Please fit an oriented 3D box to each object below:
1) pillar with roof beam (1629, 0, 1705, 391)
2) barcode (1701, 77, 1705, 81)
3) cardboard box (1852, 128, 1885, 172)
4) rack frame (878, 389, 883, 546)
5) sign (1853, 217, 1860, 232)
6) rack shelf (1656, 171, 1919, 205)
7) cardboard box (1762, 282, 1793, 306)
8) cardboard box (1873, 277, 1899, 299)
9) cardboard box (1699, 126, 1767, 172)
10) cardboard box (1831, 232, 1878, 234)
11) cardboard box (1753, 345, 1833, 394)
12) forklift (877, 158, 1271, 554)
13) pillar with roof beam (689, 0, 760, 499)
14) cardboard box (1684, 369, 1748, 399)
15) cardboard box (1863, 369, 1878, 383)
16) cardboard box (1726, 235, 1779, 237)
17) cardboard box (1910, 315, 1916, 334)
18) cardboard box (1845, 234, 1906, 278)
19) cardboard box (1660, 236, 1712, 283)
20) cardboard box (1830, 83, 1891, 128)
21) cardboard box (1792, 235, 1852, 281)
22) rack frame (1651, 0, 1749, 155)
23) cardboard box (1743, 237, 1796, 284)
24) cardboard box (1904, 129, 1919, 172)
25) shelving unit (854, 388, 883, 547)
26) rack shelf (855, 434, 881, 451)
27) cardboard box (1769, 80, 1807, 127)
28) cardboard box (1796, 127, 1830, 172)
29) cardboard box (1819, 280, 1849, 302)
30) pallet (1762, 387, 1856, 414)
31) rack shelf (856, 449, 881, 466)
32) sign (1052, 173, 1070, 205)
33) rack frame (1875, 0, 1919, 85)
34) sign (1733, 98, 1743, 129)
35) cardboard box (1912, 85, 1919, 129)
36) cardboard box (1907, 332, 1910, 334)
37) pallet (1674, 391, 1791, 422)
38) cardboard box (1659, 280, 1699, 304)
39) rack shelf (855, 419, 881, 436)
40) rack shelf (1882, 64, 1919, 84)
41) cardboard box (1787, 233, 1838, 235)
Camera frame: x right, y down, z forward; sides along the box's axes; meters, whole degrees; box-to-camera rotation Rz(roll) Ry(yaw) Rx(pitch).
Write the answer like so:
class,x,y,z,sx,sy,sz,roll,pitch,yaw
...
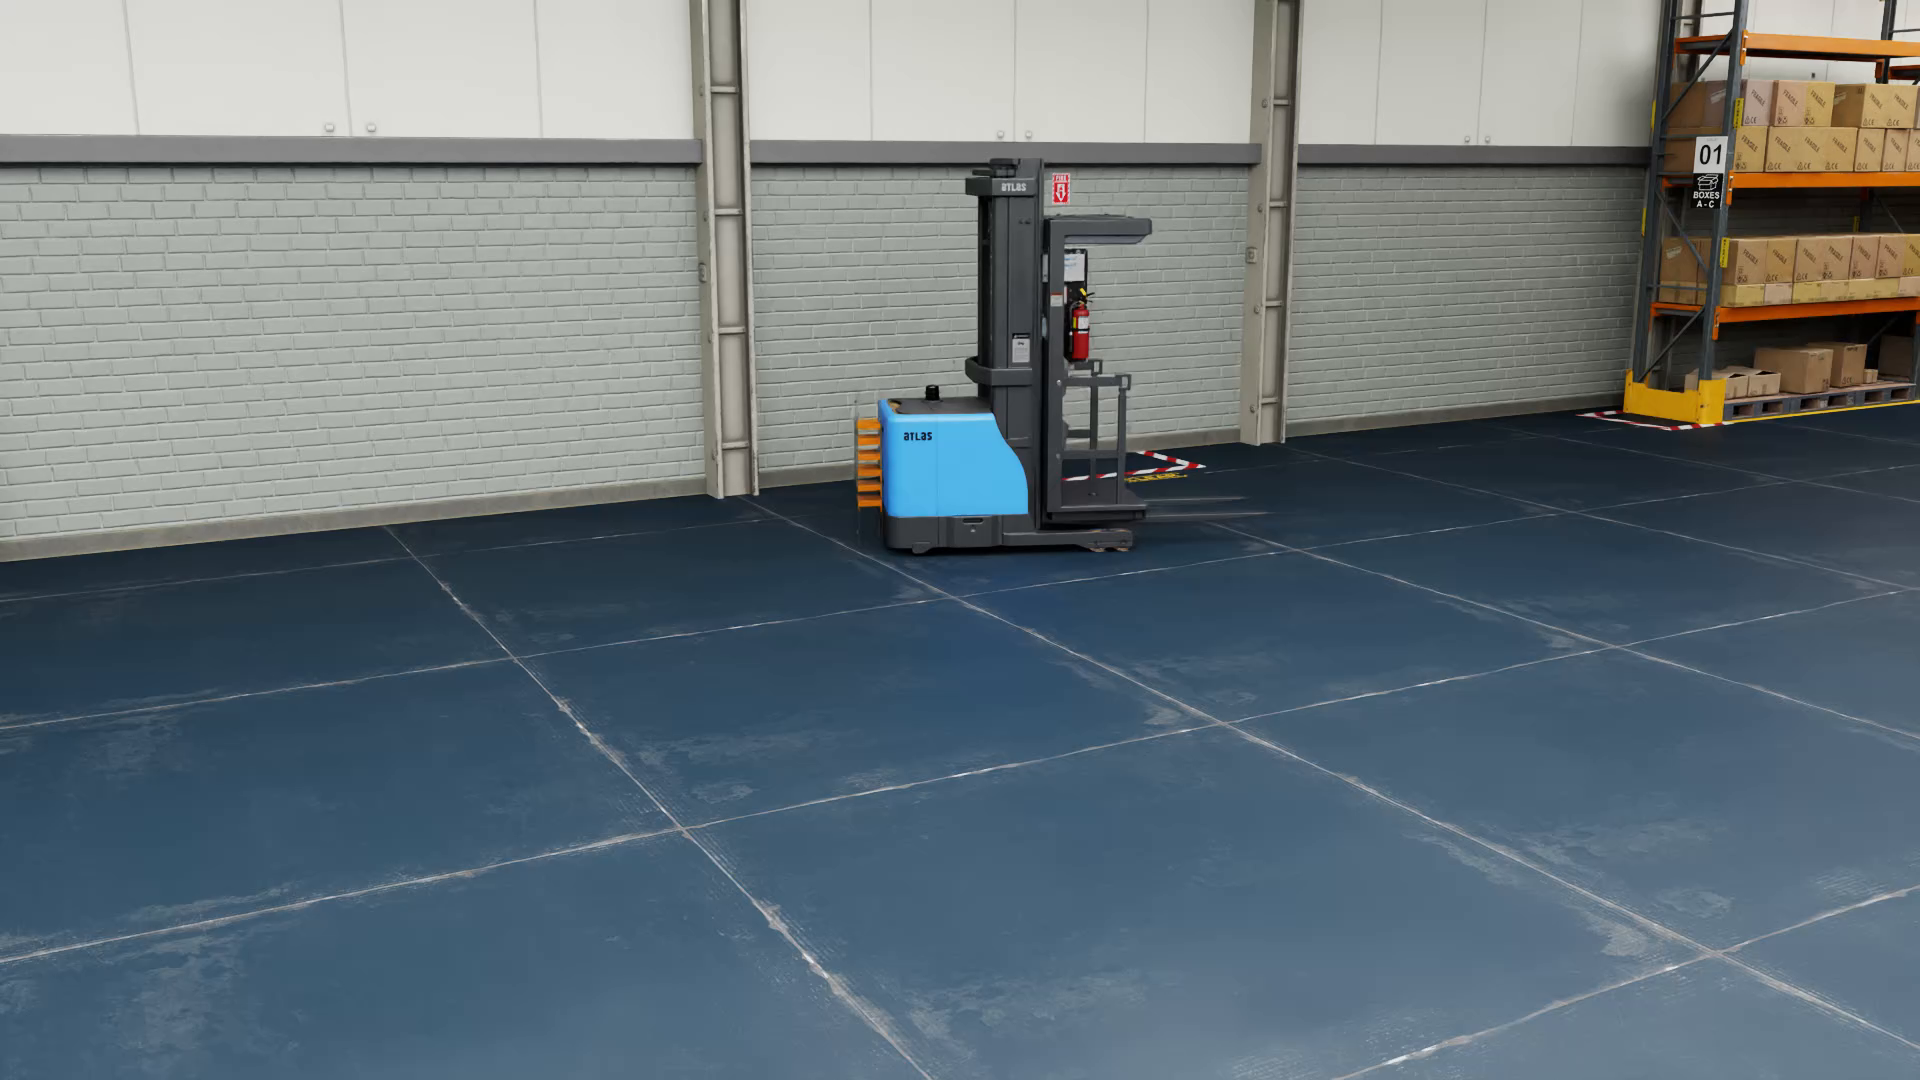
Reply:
class,x,y,z,sx,sy,sz,roll,pitch,yaw
pillar with roof beam,10.551,-5.238,15.887,0.400,9.000,9.100,-7,14,-28
barcode,8.672,-5.364,19.409,0.075,0.075,0.001,-7,14,-28
cardboard box,10.557,-4.626,19.727,0.500,0.500,0.500,-7,15,-30
rack frame,-0.620,-0.565,12.889,0.006,1.200,0.240,-2,13,-7
sign,11.531,-3.993,21.381,0.005,0.325,0.100,-7,14,-28
rack shelf,10.044,-4.223,19.849,4.000,0.370,1.077,-7,14,-28
cardboard box,9.318,-2.884,19.390,0.500,0.250,0.500,-7,15,-30
cardboard box,11.088,-3.099,20.342,0.500,0.250,0.500,-7,14,-28
cardboard box,8.702,-4.409,18.764,0.500,0.500,0.500,-6,14,-26
cardboard box,11.287,-3.614,20.925,0.500,0.500,0.500,-7,15,-29
cardboard box,10.107,-2.078,20.204,0.500,0.500,0.700,-8,15,-31
forklift,0.893,-1.451,12.879,3.031,2.935,1.130,-2,13,-7
pillar with roof beam,0.019,-3.975,10.278,0.400,9.000,9.100,-7,14,-28
cardboard box,8.939,-1.859,19.658,0.500,0.311,0.500,-9,15,-34
cardboard box,11.344,-2.091,21.021,0.250,0.166,0.380,-9,16,-35
cardboard box,9.499,-3.400,19.971,0.500,0.500,0.500,-7,15,-29
cardboard box,12.823,-2.810,21.745,0.500,0.250,0.500,-7,15,-29
cardboard box,11.097,-3.461,20.242,0.500,0.500,0.500,-7,14,-28
cardboard box,8.601,-3.293,19.499,0.500,0.500,0.500,-7,14,-28
cardboard box,10.560,-5.109,19.597,0.500,0.500,0.500,-7,15,-30
cardboard box,10.194,-3.355,19.772,0.500,0.500,0.500,-6,14,-26
rack frame,8.289,-5.827,18.506,0.127,3.000,1.000,-7,14,-28
cardboard box,9.290,-3.245,19.285,0.500,0.500,0.500,-7,14,-28
cardboard box,11.473,-4.742,20.243,0.500,0.500,0.500,-6,14,-26
shelving unit,-0.710,-0.563,12.877,0.189,1.200,0.258,-2,13,-7
rack shelf,-0.710,-0.754,12.834,0.180,0.103,0.258,-2,13,-7
cardboard box,9.208,-4.947,18.875,0.500,0.500,0.500,-7,14,-29
cardboard box,9.644,-4.514,19.231,0.500,0.500,0.500,-6,14,-25
cardboard box,10.213,-2.990,19.857,0.500,0.250,0.500,-7,14,-27
pallet,10.155,-1.754,20.422,1.213,0.211,1.003,-7,14,-28
rack shelf,-0.710,-0.637,12.861,0.180,0.103,0.258,-2,13,-7
sign,0.980,-3.406,16.132,0.199,0.298,0.001,-7,14,-28
rack frame,11.800,-6.248,20.376,0.127,3.000,1.000,-7,14,-28
sign,8.549,-4.686,18.275,0.005,0.325,0.100,-7,14,-28
cardboard box,11.490,-5.226,20.116,0.500,0.500,0.500,-8,15,-33
cardboard box,12.867,-2.461,21.903,0.500,0.500,0.700,-7,15,-29
pallet,9.085,-1.626,19.856,1.213,0.211,1.003,-7,14,-28
cardboard box,8.606,-2.923,19.563,0.500,0.250,0.500,-7,14,-27
rack shelf,-0.710,-0.871,12.808,0.180,0.103,0.258,-2,13,-7
rack shelf,13.555,-5.912,21.433,4.000,0.370,1.077,-7,14,-28
cardboard box,10.391,-3.509,20.459,0.500,0.500,0.500,-6,14,-26
